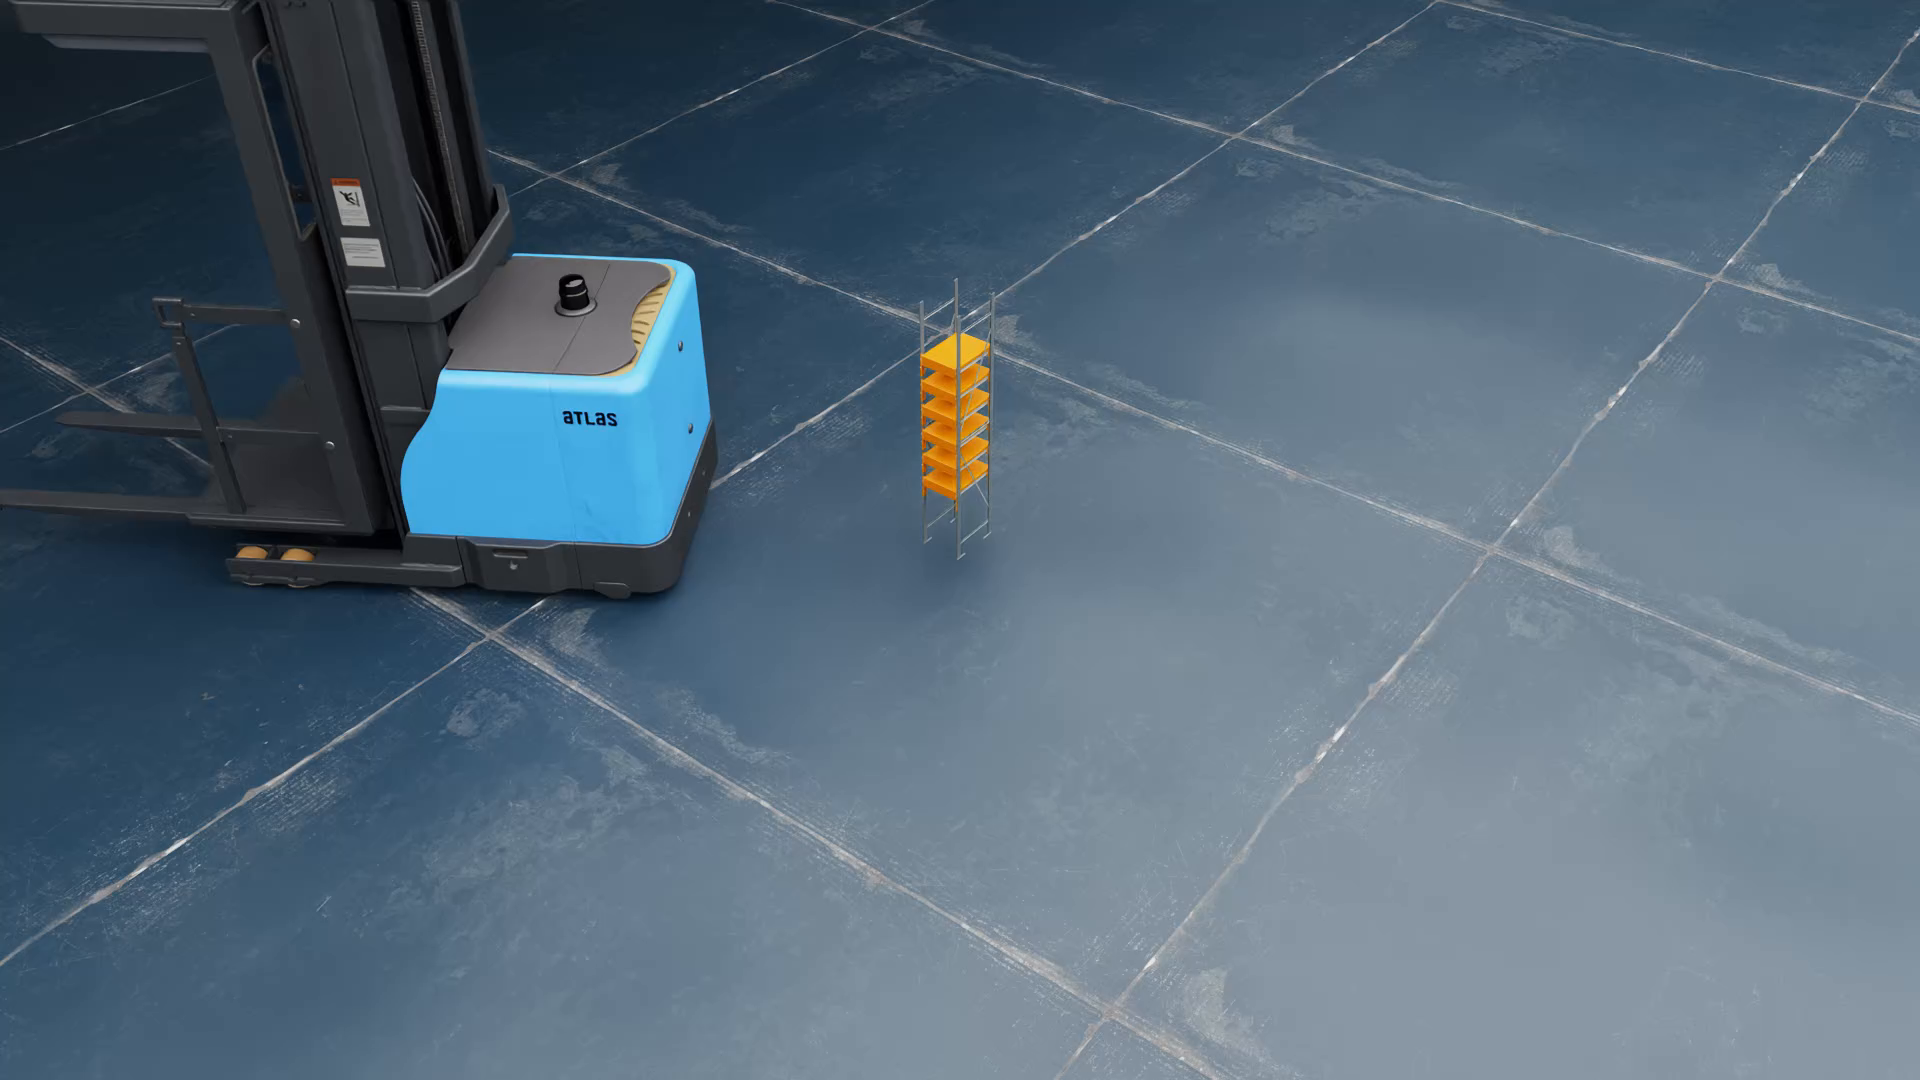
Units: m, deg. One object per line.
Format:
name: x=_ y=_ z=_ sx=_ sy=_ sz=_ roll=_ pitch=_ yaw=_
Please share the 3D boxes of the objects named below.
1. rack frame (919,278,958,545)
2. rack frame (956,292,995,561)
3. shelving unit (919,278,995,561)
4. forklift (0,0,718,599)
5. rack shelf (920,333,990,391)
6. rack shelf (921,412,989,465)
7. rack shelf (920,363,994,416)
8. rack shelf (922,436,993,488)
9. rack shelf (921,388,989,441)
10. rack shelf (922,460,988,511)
rack frame: x=-0.084 y=-0.512 z=6.931 sx=0.006 sy=1.200 sz=0.240 roll=25 pitch=45 yaw=29
rack frame: x=0.061 y=-0.444 z=6.843 sx=0.006 sy=1.200 sz=0.240 roll=25 pitch=45 yaw=29
shelving unit: x=-0.011 y=-0.478 z=6.887 sx=0.189 sy=1.200 sz=0.258 roll=25 pitch=45 yaw=29
forklift: x=-2.648 y=-1.274 z=6.499 sx=3.031 sy=2.935 sz=1.130 roll=3 pitch=38 yaw=4
rack shelf: x=-0.011 y=-0.726 z=6.692 sx=0.180 sy=0.103 sz=0.258 roll=25 pitch=45 yaw=29
rack shelf: x=-0.011 y=-0.443 z=6.914 sx=0.180 sy=0.103 sz=0.258 roll=25 pitch=45 yaw=29
rack shelf: x=-0.011 y=-0.632 z=6.766 sx=0.180 sy=0.103 sz=0.258 roll=25 pitch=45 yaw=29
rack shelf: x=-0.011 y=-0.348 z=6.988 sx=0.180 sy=0.103 sz=0.258 roll=25 pitch=45 yaw=29
rack shelf: x=-0.011 y=-0.537 z=6.840 sx=0.180 sy=0.103 sz=0.258 roll=25 pitch=45 yaw=29
rack shelf: x=-0.011 y=-0.254 z=7.062 sx=0.180 sy=0.103 sz=0.258 roll=25 pitch=45 yaw=29
